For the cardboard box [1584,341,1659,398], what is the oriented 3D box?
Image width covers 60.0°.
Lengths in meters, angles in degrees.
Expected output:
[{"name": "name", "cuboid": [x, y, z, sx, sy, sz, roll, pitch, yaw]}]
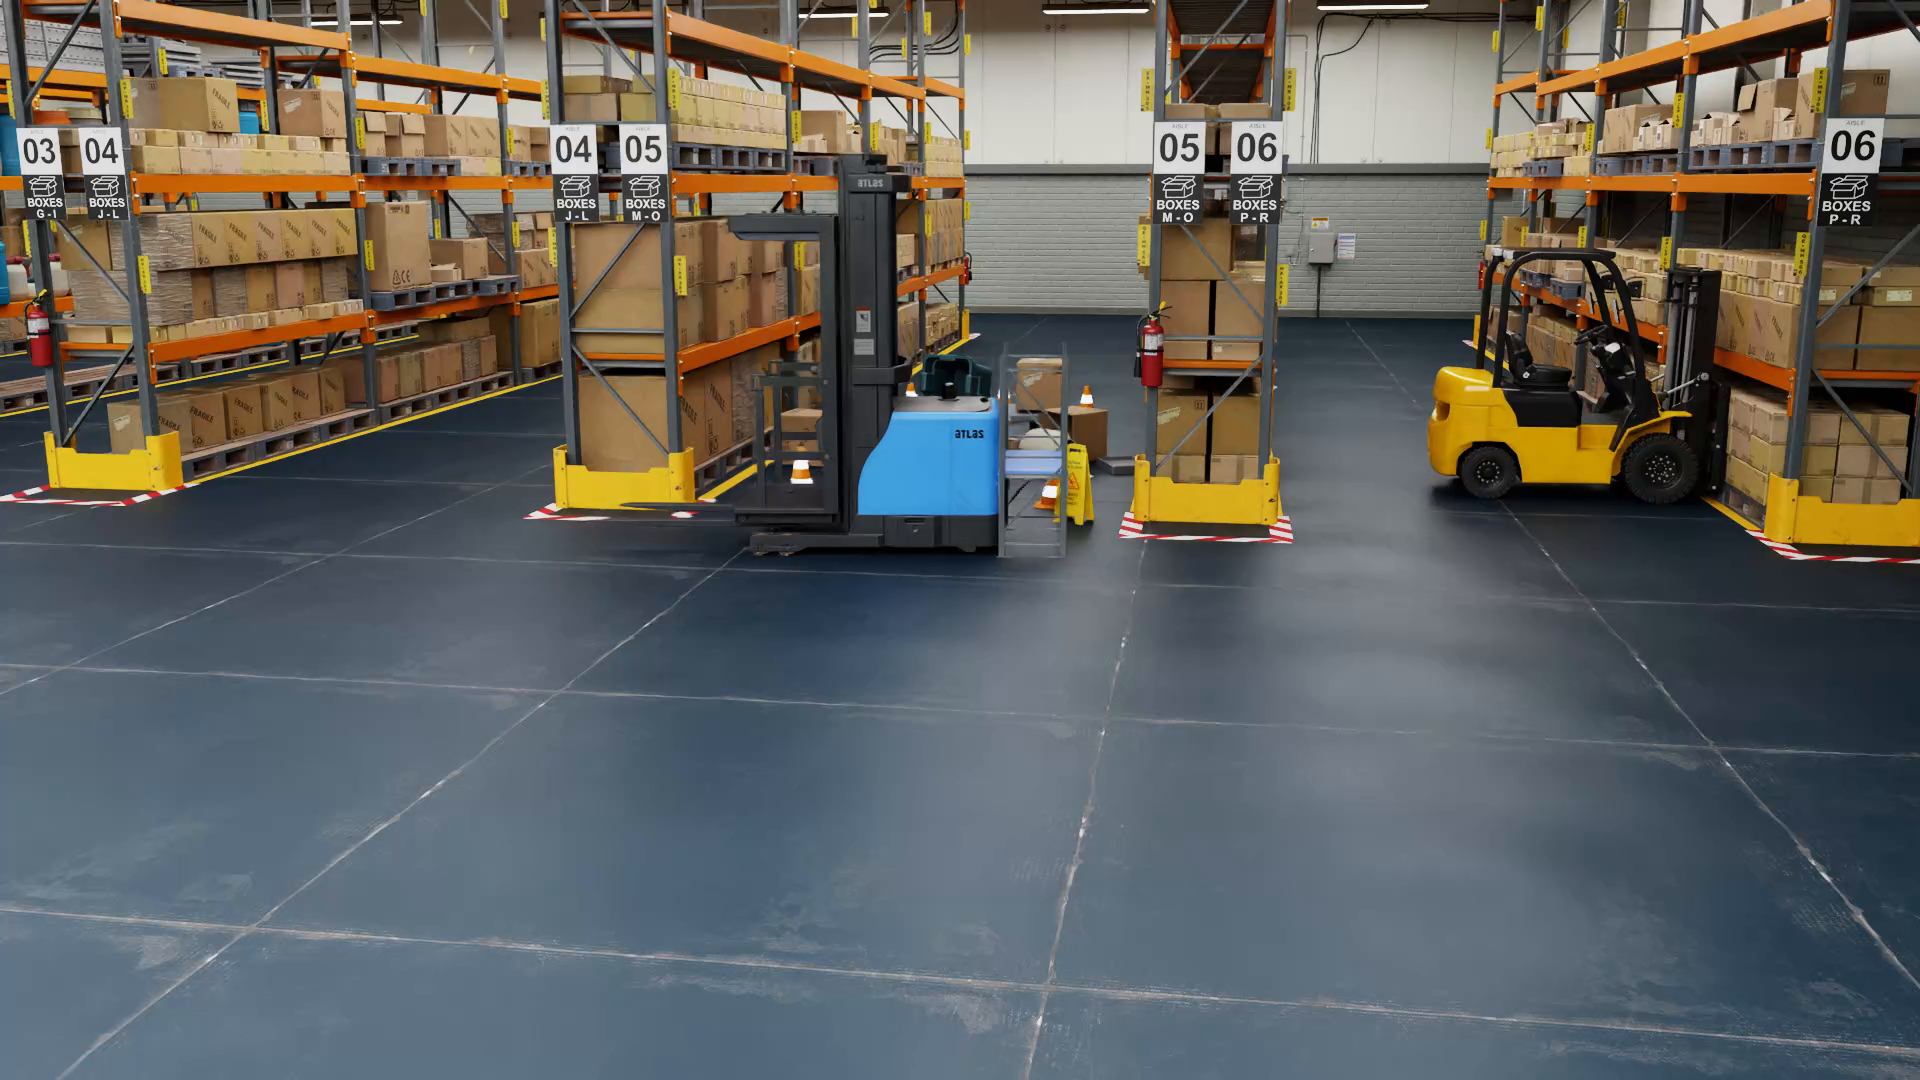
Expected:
[{"name": "cardboard box", "cuboid": [8.051, -2.047, 20.013, 0.875, 0.625, 0.625, 2, 12, 10]}]

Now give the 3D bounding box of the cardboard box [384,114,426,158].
[{"name": "cardboard box", "cuboid": [-6.838, -4.794, 19.754, 0.797, 0.503, 0.637, 2, 12, 11]}]

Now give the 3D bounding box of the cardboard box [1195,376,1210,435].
[{"name": "cardboard box", "cuboid": [2.052, -1.243, 15.393, 0.500, 0.500, 0.500, 2, 12, 7]}]

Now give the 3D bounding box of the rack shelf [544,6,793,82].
[{"name": "rack shelf", "cuboid": [-2.574, -4.568, 15.487, 1.077, 0.370, 4.000, 2, 12, 9]}]

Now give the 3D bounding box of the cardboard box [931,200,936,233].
[{"name": "cardboard box", "cuboid": [-0.662, -5.142, 26.415, 0.500, 0.500, 0.500, 2, 12, 7]}]

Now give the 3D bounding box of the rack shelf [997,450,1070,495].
[{"name": "rack shelf", "cuboid": [0.565, -0.533, 12.763, 0.538, 0.185, 1.000, 1, 12, 3]}]

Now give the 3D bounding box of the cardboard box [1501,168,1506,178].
[{"name": "cardboard box", "cuboid": [8.868, -5.871, 26.590, 0.380, 0.149, 0.250, 2, 12, 8]}]

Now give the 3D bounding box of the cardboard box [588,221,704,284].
[{"name": "cardboard box", "cuboid": [-2.793, -2.561, 14.837, 0.875, 0.550, 0.550, 2, 12, 9]}]

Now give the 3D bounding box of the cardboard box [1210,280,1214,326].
[{"name": "cardboard box", "cuboid": [2.094, -2.256, 15.399, 0.500, 0.500, 0.500, 2, 12, 9]}]

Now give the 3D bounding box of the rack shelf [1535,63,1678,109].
[{"name": "rack shelf", "cuboid": [8.468, -5.934, 21.825, 1.077, 0.370, 4.000, 2, 12, 9]}]

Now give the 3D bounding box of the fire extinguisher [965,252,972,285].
[{"name": "fire extinguisher", "cuboid": [0.073, -4.914, 29.745, 0.296, 0.674, 0.183, 2, 12, 9]}]

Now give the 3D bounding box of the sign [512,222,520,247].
[{"name": "sign", "cuboid": [-5.999, -4.125, 22.454, 0.100, 0.325, 0.005, 2, 12, 9]}]

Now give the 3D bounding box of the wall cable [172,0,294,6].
[{"name": "wall cable", "cuboid": [-16.094, -10.722, 36.767, 3.097, 2.526, 0.112, 2, 12, 9]}]

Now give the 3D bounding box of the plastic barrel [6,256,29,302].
[{"name": "plastic barrel", "cuboid": [-11.682, -3.200, 20.397, 0.433, 0.535, 0.433, 0, 12, 0]}]

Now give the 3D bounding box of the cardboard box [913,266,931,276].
[{"name": "cardboard box", "cuboid": [-0.670, -4.190, 25.911, 0.380, 0.149, 0.250, 2, 12, 11]}]

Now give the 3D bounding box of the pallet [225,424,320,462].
[{"name": "pallet", "cuboid": [-7.406, -1.022, 17.234, 1.003, 0.211, 1.213, 2, 12, 9]}]

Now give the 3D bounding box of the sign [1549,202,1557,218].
[{"name": "sign", "cuboid": [9.936, -5.496, 27.876, 0.100, 0.325, 0.005, 2, 12, 9]}]

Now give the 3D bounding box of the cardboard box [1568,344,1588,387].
[{"name": "cardboard box", "cuboid": [8.013, -2.210, 21.067, 0.500, 0.500, 0.500, 2, 12, 10]}]

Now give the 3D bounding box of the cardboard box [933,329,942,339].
[{"name": "cardboard box", "cuboid": [-0.504, -3.413, 27.479, 0.380, 0.149, 0.250, 2, 12, 7]}]

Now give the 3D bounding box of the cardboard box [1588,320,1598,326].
[{"name": "cardboard box", "cuboid": [8.831, -2.964, 23.022, 0.380, 0.149, 0.250, 2, 12, 10]}]

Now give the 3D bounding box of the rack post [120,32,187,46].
[{"name": "rack post", "cuboid": [-11.408, -7.124, 23.465, 0.624, 0.289, 0.986, 2, 12, 9]}]

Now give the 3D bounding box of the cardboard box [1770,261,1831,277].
[{"name": "cardboard box", "cuboid": [6.909, -2.217, 13.676, 0.380, 0.149, 0.250, 2, 12, 9]}]

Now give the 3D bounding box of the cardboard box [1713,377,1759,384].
[{"name": "cardboard box", "cuboid": [7.007, -1.349, 15.289, 0.500, 0.250, 0.500, 2, 12, 11]}]

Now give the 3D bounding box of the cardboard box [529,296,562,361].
[{"name": "cardboard box", "cuboid": [-6.266, -3.108, 24.343, 1.225, 0.875, 0.875, 2, 12, 9]}]

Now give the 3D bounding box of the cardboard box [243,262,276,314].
[{"name": "cardboard box", "cuboid": [-7.489, -2.570, 16.856, 0.875, 0.500, 0.500, 2, 12, 9]}]

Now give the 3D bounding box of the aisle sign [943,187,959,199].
[{"name": "aisle sign", "cuboid": [-0.114, -6.373, 29.275, 0.394, 0.787, 0.004, 2, 12, 9]}]

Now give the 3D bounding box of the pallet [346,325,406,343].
[{"name": "pallet", "cuboid": [-10.556, -3.652, 29.440, 1.003, 0.211, 1.213, 2, 12, 9]}]

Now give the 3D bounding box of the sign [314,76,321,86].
[{"name": "sign", "cuboid": [-10.273, -7.419, 26.553, 0.100, 0.325, 0.005, 2, 12, 9]}]

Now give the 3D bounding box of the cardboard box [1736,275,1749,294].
[{"name": "cardboard box", "cuboid": [6.879, -2.182, 14.221, 0.380, 0.149, 0.250, 2, 12, 9]}]

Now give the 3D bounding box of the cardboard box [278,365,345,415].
[{"name": "cardboard box", "cuboid": [-7.253, -1.682, 18.615, 0.500, 0.500, 0.500, 1, 12, 7]}]

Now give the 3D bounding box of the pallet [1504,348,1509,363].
[{"name": "pallet", "cuboid": [8.882, -2.745, 25.228, 1.003, 0.211, 1.213, 2, 12, 9]}]

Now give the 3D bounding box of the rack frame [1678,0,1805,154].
[{"name": "rack frame", "cuboid": [7.545, -5.232, 15.911, 1.000, 3.000, 0.127, 2, 12, 9]}]

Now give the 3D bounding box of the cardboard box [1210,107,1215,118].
[{"name": "cardboard box", "cuboid": [1.974, -3.597, 14.150, 0.380, 0.149, 0.250, 2, 12, 9]}]

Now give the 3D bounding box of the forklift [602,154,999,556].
[{"name": "forklift", "cuboid": [-1.202, -1.427, 12.659, 3.031, 2.935, 1.130, 0, 12, 1]}]

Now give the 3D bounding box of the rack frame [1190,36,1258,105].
[{"name": "rack frame", "cuboid": [3.870, -7.058, 24.381, 1.000, 3.000, 0.127, 2, 12, 9]}]

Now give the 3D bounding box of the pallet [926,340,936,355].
[{"name": "pallet", "cuboid": [-0.968, -3.042, 26.608, 1.003, 0.211, 1.213, 2, 12, 9]}]

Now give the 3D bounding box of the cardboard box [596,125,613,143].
[{"name": "cardboard box", "cuboid": [-3.166, -3.444, 14.097, 0.380, 0.149, 0.250, 2, 12, 9]}]

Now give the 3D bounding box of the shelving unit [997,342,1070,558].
[{"name": "shelving unit", "cuboid": [0.565, -0.709, 12.725, 0.538, 1.500, 1.048, 1, 12, 3]}]

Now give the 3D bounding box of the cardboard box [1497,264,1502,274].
[{"name": "cardboard box", "cuboid": [8.822, -4.349, 26.648, 0.380, 0.149, 0.250, 2, 12, 7]}]

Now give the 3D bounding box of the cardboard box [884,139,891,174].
[{"name": "cardboard box", "cuboid": [-1.231, -5.161, 22.465, 0.500, 0.500, 0.500, 2, 12, 9]}]

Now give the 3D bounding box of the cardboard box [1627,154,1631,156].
[{"name": "cardboard box", "cuboid": [8.508, -4.840, 20.621, 0.380, 0.149, 0.250, 2, 12, 8]}]

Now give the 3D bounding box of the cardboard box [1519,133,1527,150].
[{"name": "cardboard box", "cuboid": [8.685, -5.966, 24.902, 0.500, 0.250, 0.500, 2, 12, 8]}]

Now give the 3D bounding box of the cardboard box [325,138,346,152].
[{"name": "cardboard box", "cuboid": [-6.917, -4.292, 18.076, 0.380, 0.149, 0.250, 2, 12, 10]}]

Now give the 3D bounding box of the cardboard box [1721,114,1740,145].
[{"name": "cardboard box", "cuboid": [7.017, -3.655, 14.799, 0.396, 0.266, 0.258, 2, 12, 7]}]

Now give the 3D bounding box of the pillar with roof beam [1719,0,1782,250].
[{"name": "pillar with roof beam", "cuboid": [4.597, -5.904, 19.027, 9.100, 9.000, 0.400, 2, 12, 9]}]

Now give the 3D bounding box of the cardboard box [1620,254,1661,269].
[{"name": "cardboard box", "cuboid": [7.510, -3.068, 18.334, 0.380, 0.149, 0.250, 2, 12, 7]}]

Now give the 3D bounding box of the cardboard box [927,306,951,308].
[{"name": "cardboard box", "cuboid": [-0.364, -3.921, 28.424, 0.380, 0.149, 0.250, 1, 12, 6]}]

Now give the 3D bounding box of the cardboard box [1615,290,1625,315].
[{"name": "cardboard box", "cuboid": [7.614, -2.654, 18.547, 0.500, 0.250, 0.500, 2, 12, 10]}]

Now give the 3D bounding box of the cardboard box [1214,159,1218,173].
[{"name": "cardboard box", "cuboid": [2.325, -3.638, 16.232, 0.380, 0.149, 0.250, 2, 12, 9]}]

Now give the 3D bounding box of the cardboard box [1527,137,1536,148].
[{"name": "cardboard box", "cuboid": [8.296, -5.660, 23.672, 0.380, 0.149, 0.250, 2, 12, 10]}]

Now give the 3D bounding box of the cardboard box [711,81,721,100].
[{"name": "cardboard box", "cuboid": [-2.359, -4.024, 14.897, 0.380, 0.149, 0.250, 2, 12, 8]}]

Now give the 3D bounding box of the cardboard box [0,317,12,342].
[{"name": "cardboard box", "cuboid": [-15.664, -3.442, 26.733, 0.500, 0.500, 0.500, 2, 12, 9]}]

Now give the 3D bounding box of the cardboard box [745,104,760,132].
[{"name": "cardboard box", "cuboid": [-2.246, -4.071, 16.061, 0.500, 0.250, 0.500, 2, 12, 8]}]

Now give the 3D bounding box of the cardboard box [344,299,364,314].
[{"name": "cardboard box", "cuboid": [-6.895, -2.604, 18.551, 0.380, 0.149, 0.250, 2, 12, 9]}]

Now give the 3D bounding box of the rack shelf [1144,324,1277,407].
[{"name": "rack shelf", "cuboid": [2.332, -1.692, 15.430, 1.077, 0.370, 4.000, 2, 12, 9]}]
